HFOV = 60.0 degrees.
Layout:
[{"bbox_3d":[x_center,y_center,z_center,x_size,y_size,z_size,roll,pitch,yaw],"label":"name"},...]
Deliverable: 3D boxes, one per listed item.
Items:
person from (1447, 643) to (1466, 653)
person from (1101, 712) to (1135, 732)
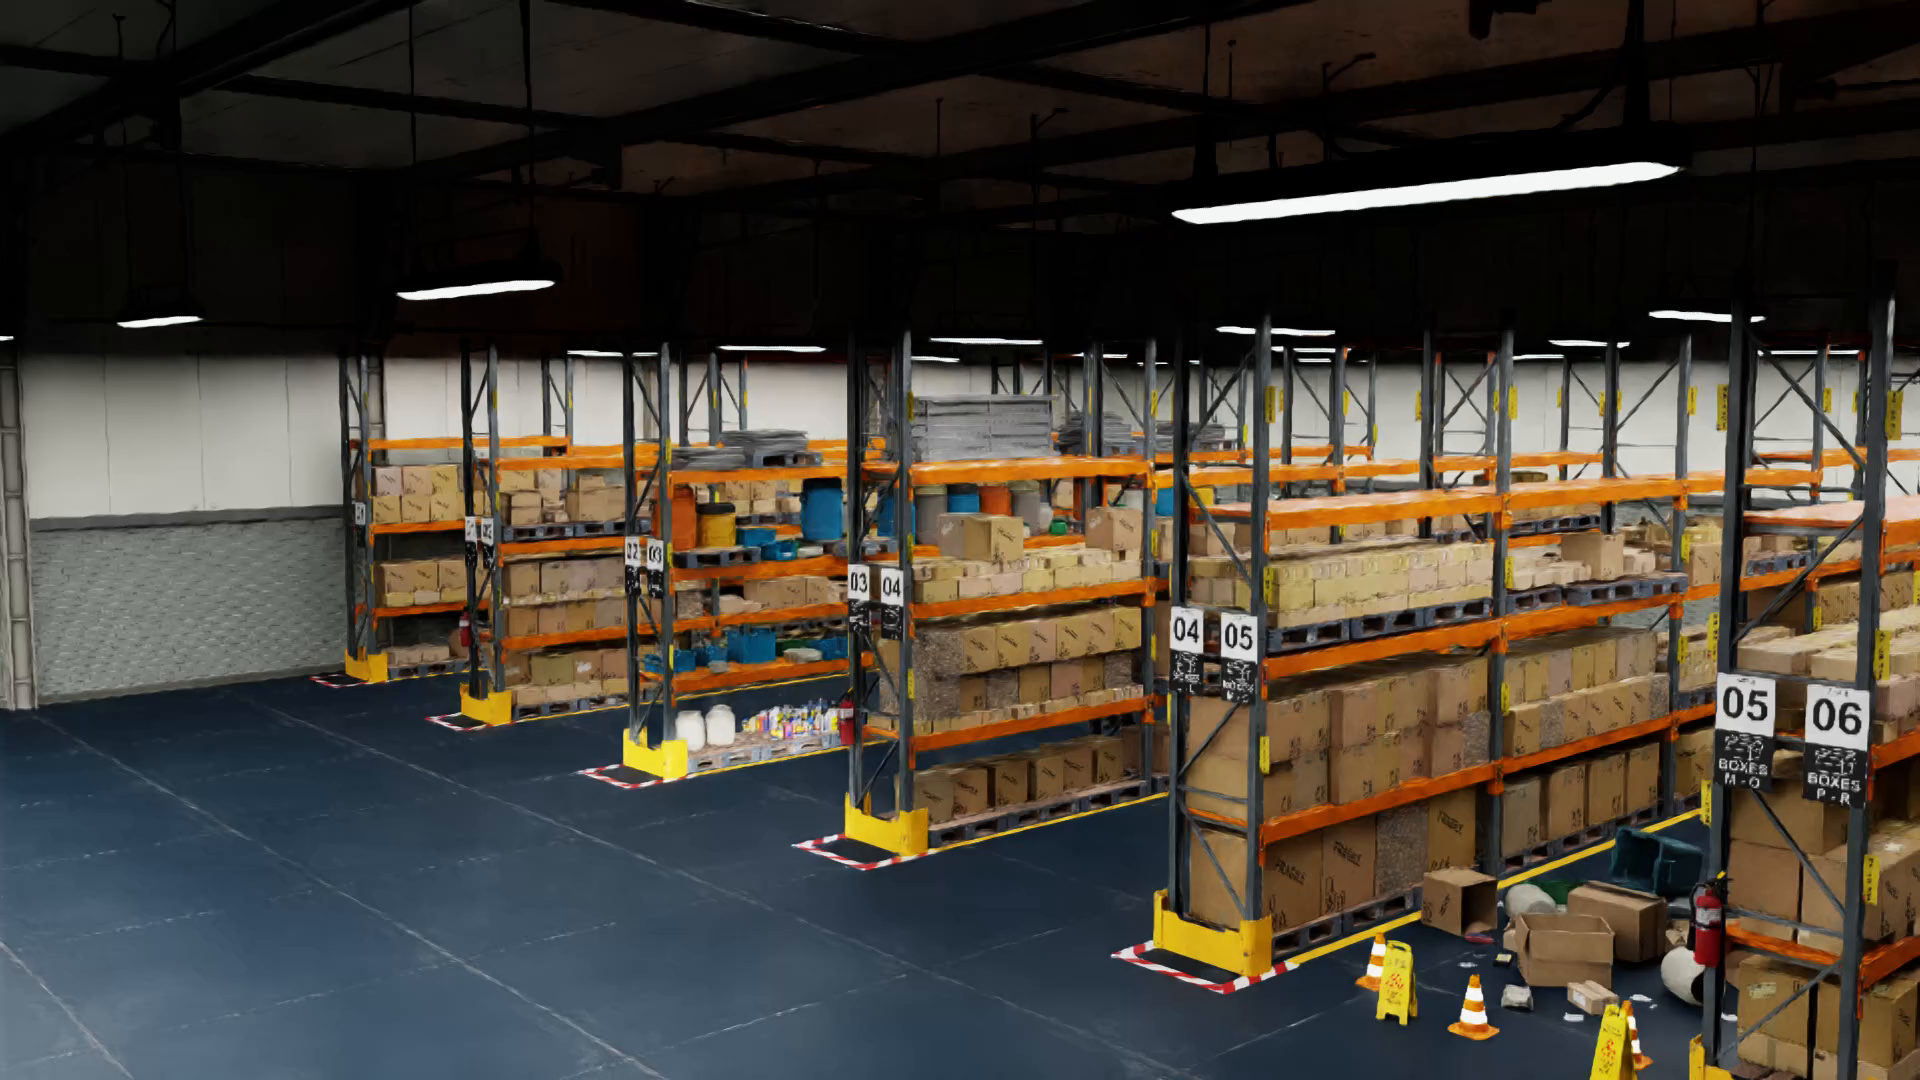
[{"bbox_3d":[7.083,2.239,23.637,1.091,1.590,0.439,-5,7,-44],"label":"person"},{"bbox_3d":[2.379,2.043,25.276,0.546,1.733,0.729,-5,7,-42],"label":"person"}]
